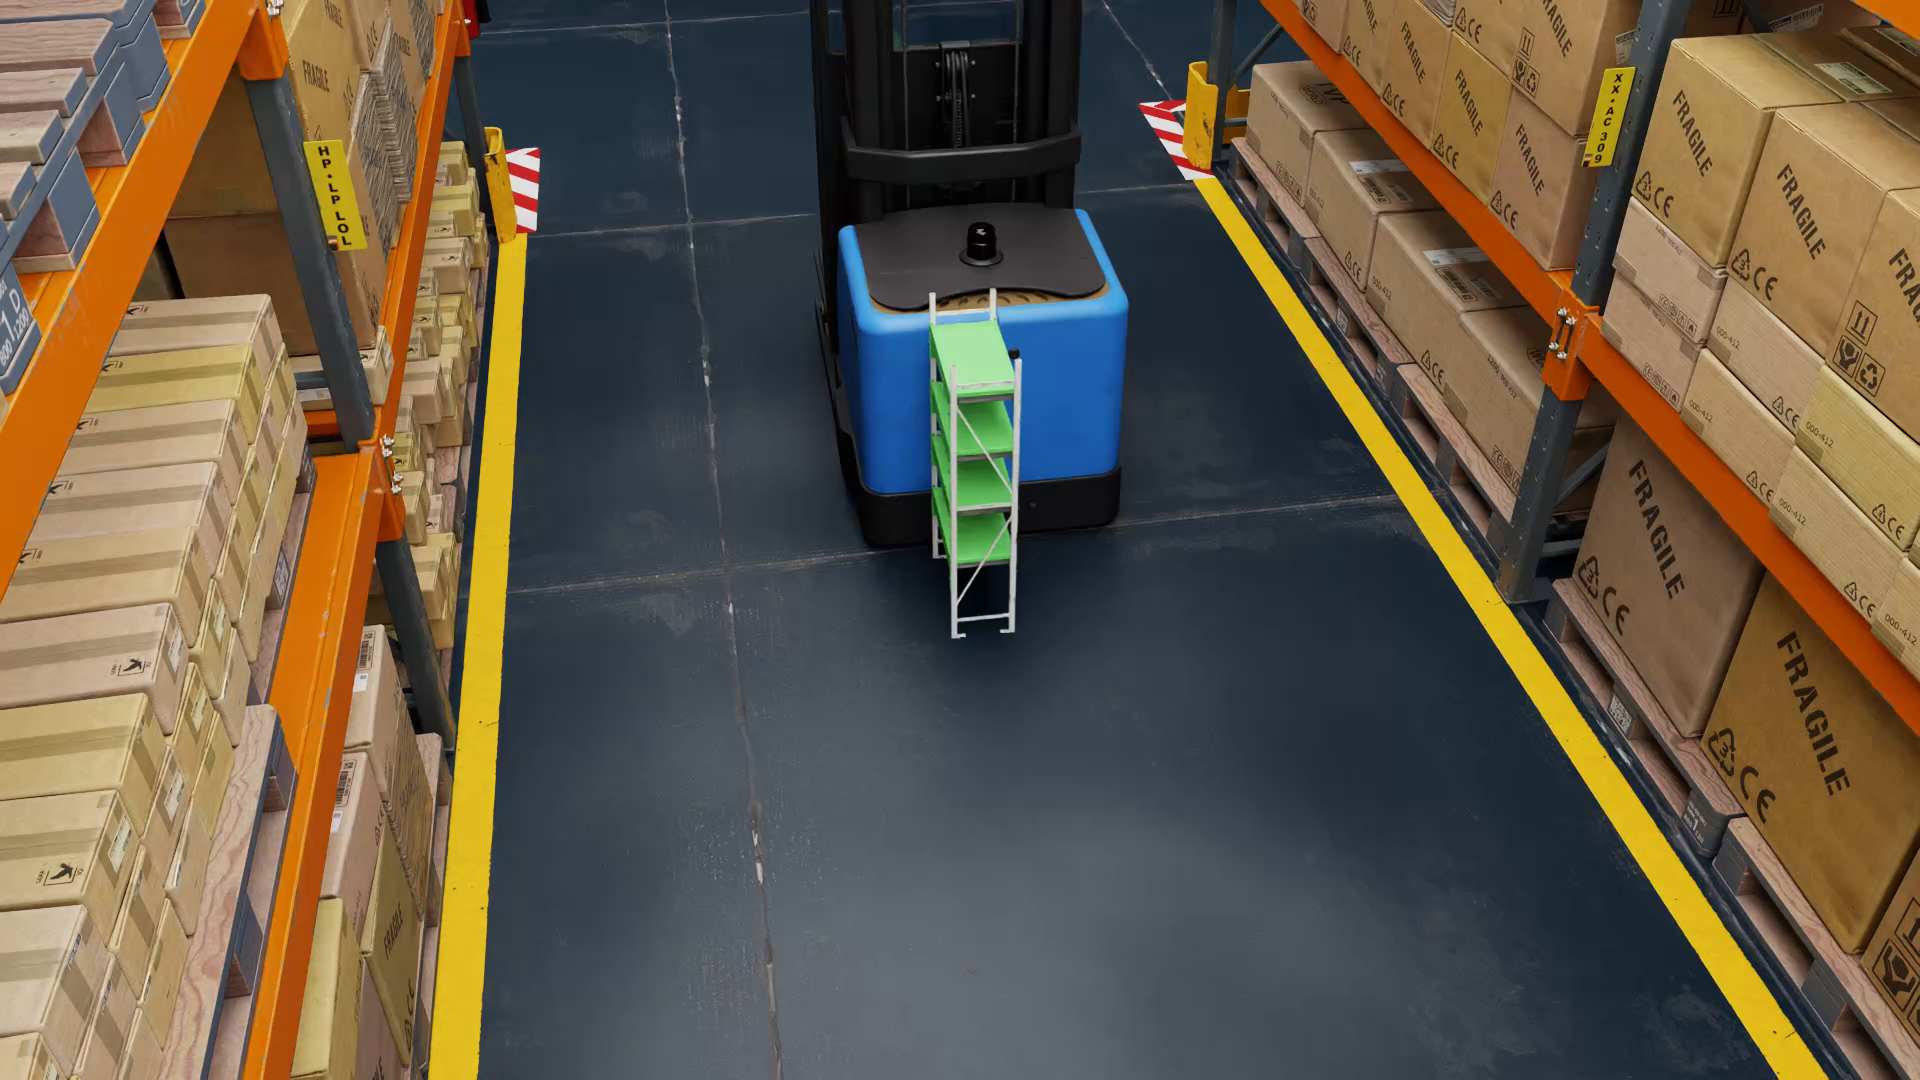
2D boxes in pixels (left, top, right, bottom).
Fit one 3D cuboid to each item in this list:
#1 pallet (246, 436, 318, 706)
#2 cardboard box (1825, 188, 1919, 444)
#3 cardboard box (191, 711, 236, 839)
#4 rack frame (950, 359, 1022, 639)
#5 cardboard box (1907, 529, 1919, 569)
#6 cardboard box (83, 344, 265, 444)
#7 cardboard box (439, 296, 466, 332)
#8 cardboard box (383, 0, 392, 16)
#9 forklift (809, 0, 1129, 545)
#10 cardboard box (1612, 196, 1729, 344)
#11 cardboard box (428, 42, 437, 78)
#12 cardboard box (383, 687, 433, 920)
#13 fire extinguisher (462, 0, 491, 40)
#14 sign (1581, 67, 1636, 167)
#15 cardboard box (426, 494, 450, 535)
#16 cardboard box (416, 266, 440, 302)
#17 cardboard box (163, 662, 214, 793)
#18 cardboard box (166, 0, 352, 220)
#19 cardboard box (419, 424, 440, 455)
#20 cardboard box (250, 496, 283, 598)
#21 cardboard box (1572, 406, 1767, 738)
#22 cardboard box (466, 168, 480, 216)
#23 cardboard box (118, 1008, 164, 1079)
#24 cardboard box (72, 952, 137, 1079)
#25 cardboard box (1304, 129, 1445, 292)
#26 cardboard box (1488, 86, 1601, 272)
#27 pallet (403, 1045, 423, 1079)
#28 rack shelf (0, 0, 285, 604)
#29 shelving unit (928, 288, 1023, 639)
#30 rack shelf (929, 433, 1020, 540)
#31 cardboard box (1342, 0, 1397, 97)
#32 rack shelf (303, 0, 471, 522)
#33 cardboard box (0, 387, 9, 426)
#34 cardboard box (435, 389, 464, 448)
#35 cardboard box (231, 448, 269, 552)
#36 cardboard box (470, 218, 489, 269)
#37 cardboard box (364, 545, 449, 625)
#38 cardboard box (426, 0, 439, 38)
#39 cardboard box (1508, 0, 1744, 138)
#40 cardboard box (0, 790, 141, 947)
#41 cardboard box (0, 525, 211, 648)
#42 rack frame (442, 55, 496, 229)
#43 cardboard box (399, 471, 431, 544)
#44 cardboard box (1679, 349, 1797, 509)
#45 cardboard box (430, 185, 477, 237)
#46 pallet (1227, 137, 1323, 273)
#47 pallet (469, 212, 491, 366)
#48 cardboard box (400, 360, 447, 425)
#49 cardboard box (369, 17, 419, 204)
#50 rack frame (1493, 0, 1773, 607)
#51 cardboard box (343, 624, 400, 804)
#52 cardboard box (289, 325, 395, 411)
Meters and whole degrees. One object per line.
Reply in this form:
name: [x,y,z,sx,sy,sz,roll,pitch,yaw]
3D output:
pallet: [-2.273,0.127,4.298,1.003,0.211,1.213,-6,38,-8]
cardboard box: [2.588,-0.550,4.116,0.500,0.500,0.500,-7,38,-9]
cardboard box: [-1.768,0.512,3.508,0.380,0.149,0.250,-5,38,-6]
rack frame: [0.087,-0.117,5.923,0.240,1.200,0.015,-6,38,-7]
cardboard box: [2.664,0.063,3.938,0.500,0.250,0.500,-7,38,-9]
cardboard box: [-1.953,-0.344,4.125,0.380,0.149,0.250,-7,38,-9]
cardboard box: [-2.368,-0.929,7.240,0.380,0.149,0.250,-4,38,-6]
cardboard box: [-2.355,-2.206,6.005,0.500,0.500,0.500,-7,38,-10]
forklift: [-0.093,-2.040,6.987,1.130,2.935,3.031,-6,38,-7]
cardboard box: [2.392,-0.862,5.129,0.500,0.250,0.500,-7,38,-9]
cardboard box: [-2.496,-2.121,7.239,0.380,0.149,0.250,-5,38,-7]
cardboard box: [-1.886,0.815,4.951,0.500,0.500,0.500,-7,38,-9]
fire extinguisher: [-2.555,-2.866,8.361,0.296,0.674,0.183,-6,38,-8]
sign: [2.046,-1.332,5.249,0.100,0.325,0.005,-6,38,-8]
cardboard box: [-2.153,-0.026,6.320,0.380,0.149,0.250,-6,38,-8]
cardboard box: [-2.443,-1.033,7.131,0.380,0.149,0.250,-7,38,-9]
cardboard box: [-1.765,0.405,3.404,0.380,0.149,0.250,-6,38,-8]
cardboard box: [-2.103,-1.277,4.809,0.500,0.500,0.500,-5,38,-7]
cardboard box: [-2.293,-0.455,6.630,0.380,0.149,0.250,-5,38,-6]
cardboard box: [-1.911,0.034,4.124,0.380,0.149,0.250,-6,38,-8]
cardboard box: [2.780,0.020,5.669,0.875,0.875,0.875,-5,38,-7]
cardboard box: [-2.591,-1.711,8.247,0.380,0.149,0.250,-7,38,-9]
cardboard box: [-1.635,0.983,2.902,0.380,0.149,0.250,-5,38,-6]
cardboard box: [-1.636,0.865,2.812,0.380,0.149,0.250,-6,38,-8]
cardboard box: [2.274,-1.650,8.175,0.875,0.438,0.875,-5,38,-7]
cardboard box: [2.259,-1.312,5.912,0.500,0.500,0.500,-6,38,-8]
pallet: [-1.908,1.884,4.153,1.003,0.211,1.213,-6,38,-8]
rack shelf: [-1.913,-0.118,2.599,1.077,0.370,4.000,-6,38,-8]
shelving unit: [0.048,-0.265,6.113,0.258,1.200,0.503,-6,38,-7]
rack shelf: [0.048,-0.214,6.152,0.258,0.148,0.480,-6,38,-7]
cardboard box: [1.984,-2.242,7.109,0.500,0.500,0.500,-5,38,-6]
rack shelf: [-2.614,-1.350,6.629,1.077,0.370,4.000,-6,38,-8]
cardboard box: [-1.588,-0.210,2.049,0.500,0.500,0.500,-6,38,-8]
cardboard box: [-2.279,-0.500,6.930,0.380,0.149,0.250,-7,38,-9]
cardboard box: [-1.911,-0.082,4.030,0.380,0.149,0.250,-5,38,-6]
cardboard box: [-2.522,-1.442,8.143,0.380,0.149,0.250,-5,38,-7]
cardboard box: [-2.012,0.163,5.834,0.380,0.149,0.250,-5,38,-6]
cardboard box: [-2.547,-2.444,7.126,0.500,0.500,0.500,-7,38,-9]
cardboard box: [2.237,-1.709,5.608,0.500,0.500,0.500,-7,38,-8]
cardboard box: [-1.685,0.595,2.917,0.380,0.149,0.250,-5,38,-7]
cardboard box: [-1.824,0.120,3.528,0.380,0.149,0.250,-7,38,-9]
rack frame: [-2.965,-2.842,7.963,1.000,3.000,0.127,-6,38,-8]
cardboard box: [-2.110,-0.104,5.935,0.380,0.149,0.250,-4,38,-6]
cardboard box: [2.502,-0.354,4.882,0.500,0.250,0.500,-7,38,-9]
cardboard box: [-2.465,-1.524,7.763,0.380,0.149,0.250,-7,38,-9]
pallet: [2.108,-1.860,8.972,1.003,0.211,1.213,-6,38,-8]
pallet: [-2.844,-1.200,8.123,1.003,0.211,1.213,-6,38,-8]
cardboard box: [-2.235,-0.569,6.534,0.380,0.149,0.250,-5,38,-7]
cardboard box: [-2.249,-1.515,5.932,0.500,0.500,0.500,-7,38,-9]
rack frame: [2.592,-1.019,5.617,1.000,3.000,0.127,-6,38,-8]
cardboard box: [-1.884,0.522,4.717,0.500,0.250,0.500,-7,38,-9]
cardboard box: [-1.991,-0.533,5.196,0.380,0.149,0.250,-5,38,-6]
